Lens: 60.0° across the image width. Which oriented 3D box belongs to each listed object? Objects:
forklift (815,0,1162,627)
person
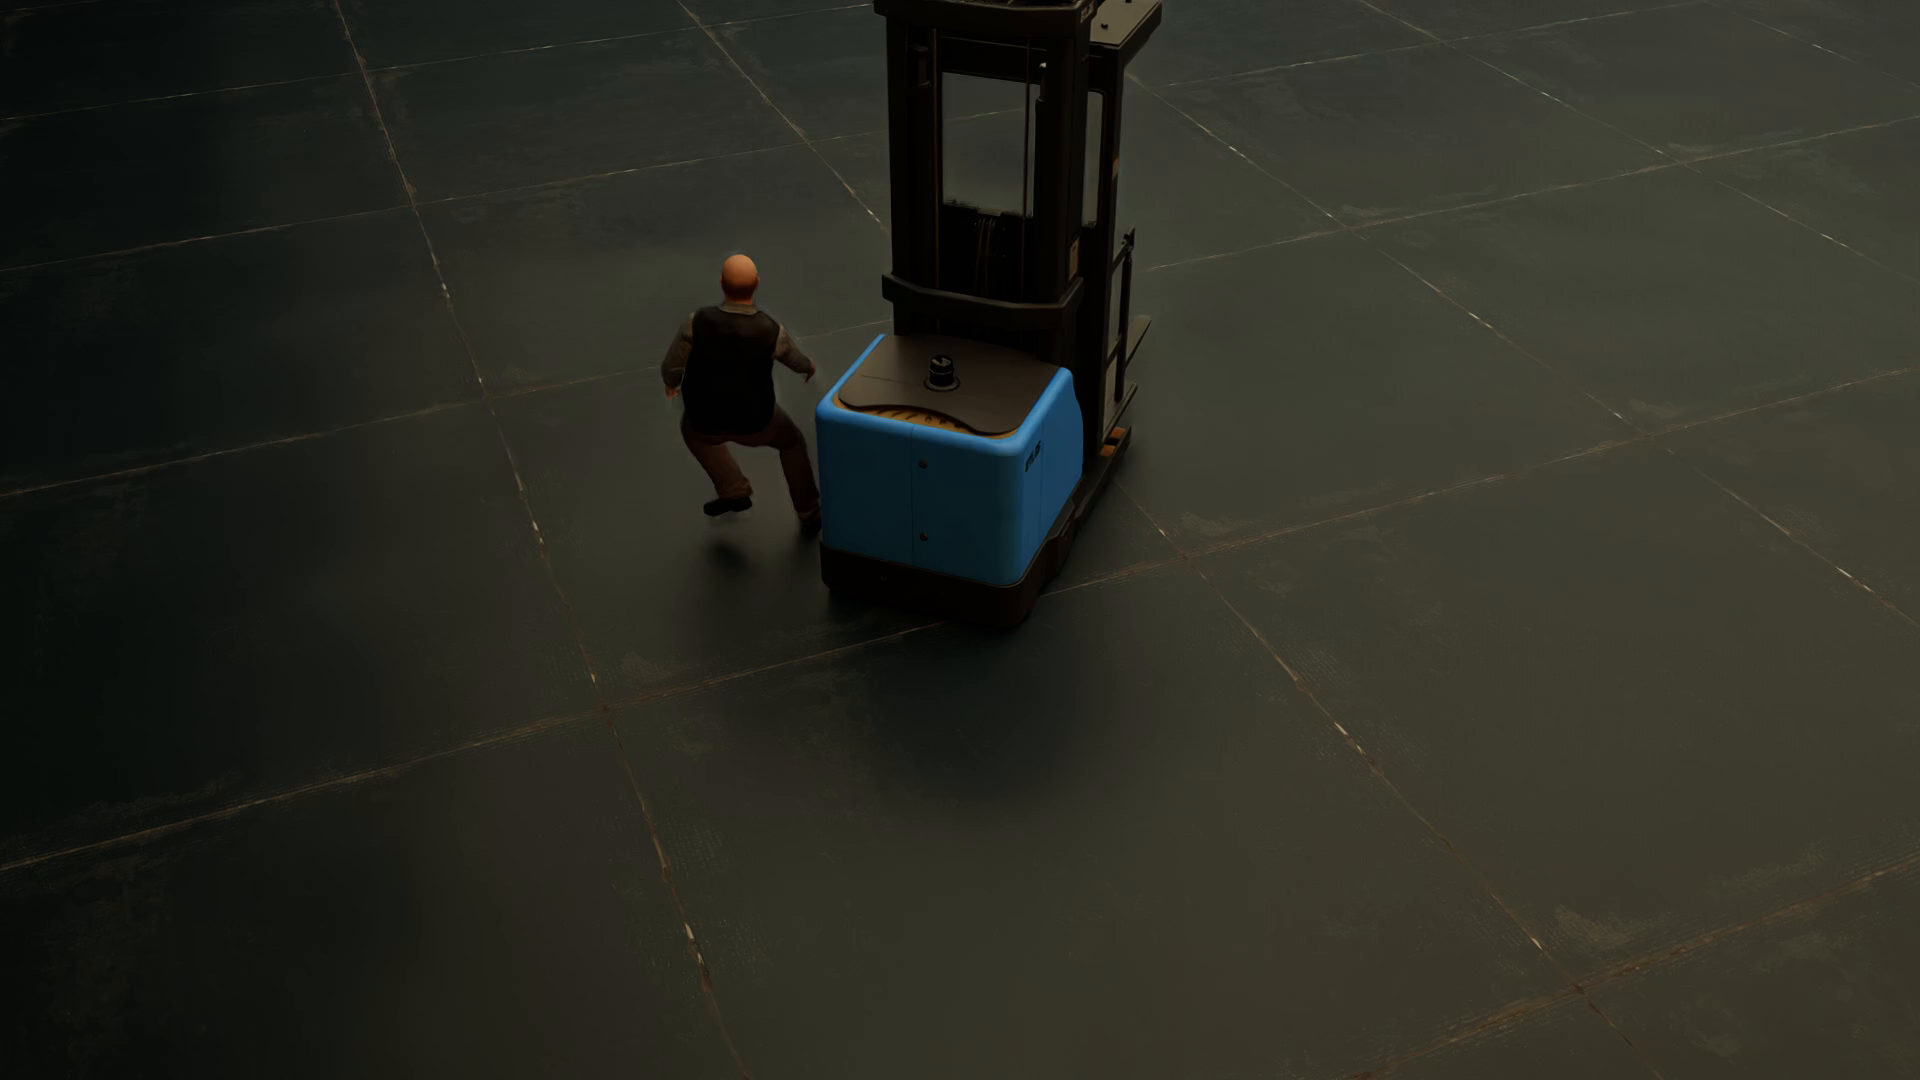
[{"bbox_3d":[0.312,-1.629,8.390,1.130,2.935,3.031,12,37,17],"label":"forklift"},{"bbox_3d":[-1.086,-0.725,8.279,0.759,1.586,0.649,-2,35,-3],"label":"person"}]
